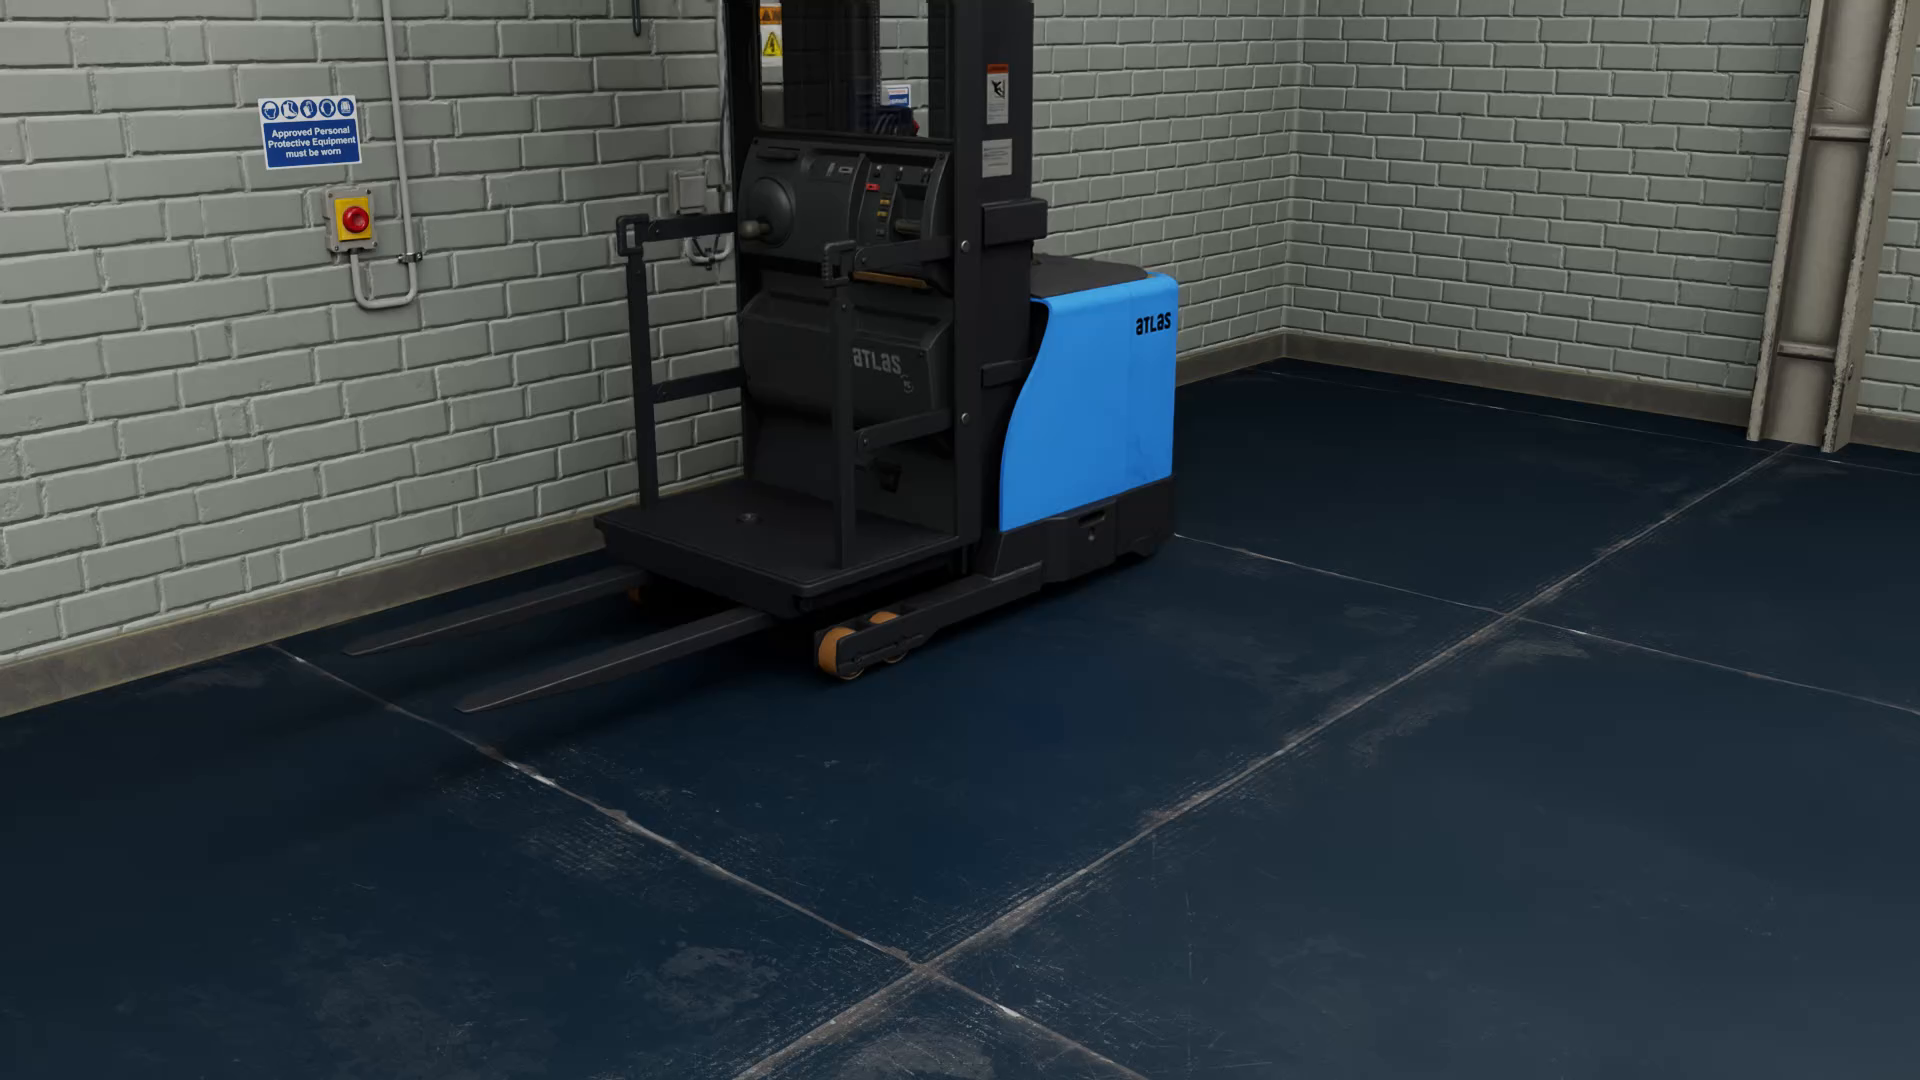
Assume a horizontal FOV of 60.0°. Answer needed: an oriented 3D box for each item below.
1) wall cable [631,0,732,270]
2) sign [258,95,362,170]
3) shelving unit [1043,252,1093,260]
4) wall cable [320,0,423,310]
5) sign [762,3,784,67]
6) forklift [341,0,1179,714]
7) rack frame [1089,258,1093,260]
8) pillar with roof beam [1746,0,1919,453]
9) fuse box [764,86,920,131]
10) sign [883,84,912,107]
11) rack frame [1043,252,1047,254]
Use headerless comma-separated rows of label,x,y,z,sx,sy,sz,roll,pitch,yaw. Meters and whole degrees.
wall cable,-1.066,-1.984,6.224,0.122,1.984,0.588,15,23,39
sign,-2.076,-1.306,5.323,0.001,0.218,0.327,15,23,39
shelving unit,0.381,-0.649,6.923,0.252,1.050,0.215,15,23,39
wall cable,-1.999,-1.675,5.201,0.123,1.953,0.585,15,23,39
sign,-0.687,-2.045,6.731,0.001,0.242,0.339,15,23,39
forklift,-0.539,-1.130,5.327,1.130,2.935,3.031,16,23,40
rack frame,0.472,-0.625,6.845,0.008,1.050,0.200,15,23,39
pillar with roof beam,1.250,-3.804,3.721,0.400,9.000,9.100,15,23,39
fuse box,-0.495,-1.008,6.959,0.414,1.711,0.539,15,23,39
sign,-0.322,-1.730,7.262,0.001,0.494,0.329,15,23,39
rack frame,0.290,-0.674,7.000,0.008,1.050,0.200,15,23,39
